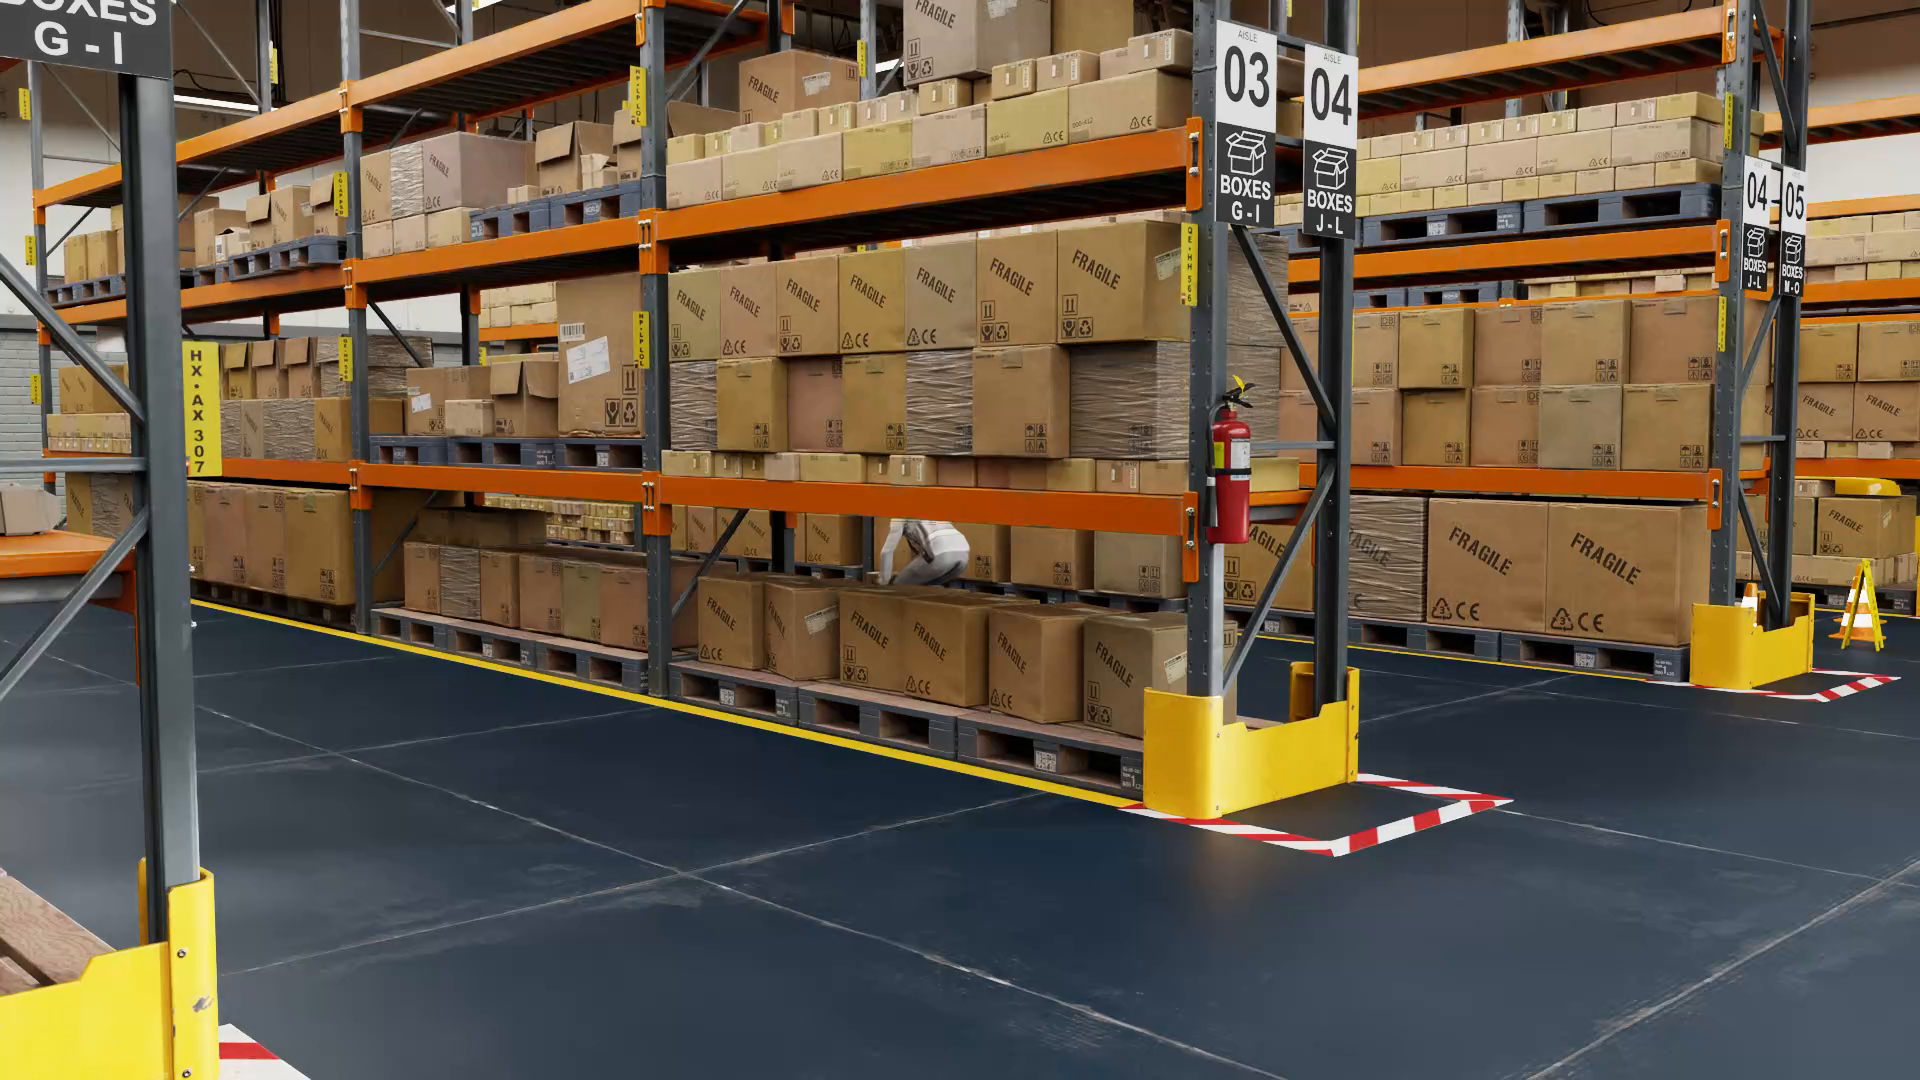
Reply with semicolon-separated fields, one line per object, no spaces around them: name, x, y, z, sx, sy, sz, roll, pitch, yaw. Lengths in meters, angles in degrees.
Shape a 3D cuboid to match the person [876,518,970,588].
person;-0.304;0.148;12.541;0.520;1.163;0.796;-4;6;-44
